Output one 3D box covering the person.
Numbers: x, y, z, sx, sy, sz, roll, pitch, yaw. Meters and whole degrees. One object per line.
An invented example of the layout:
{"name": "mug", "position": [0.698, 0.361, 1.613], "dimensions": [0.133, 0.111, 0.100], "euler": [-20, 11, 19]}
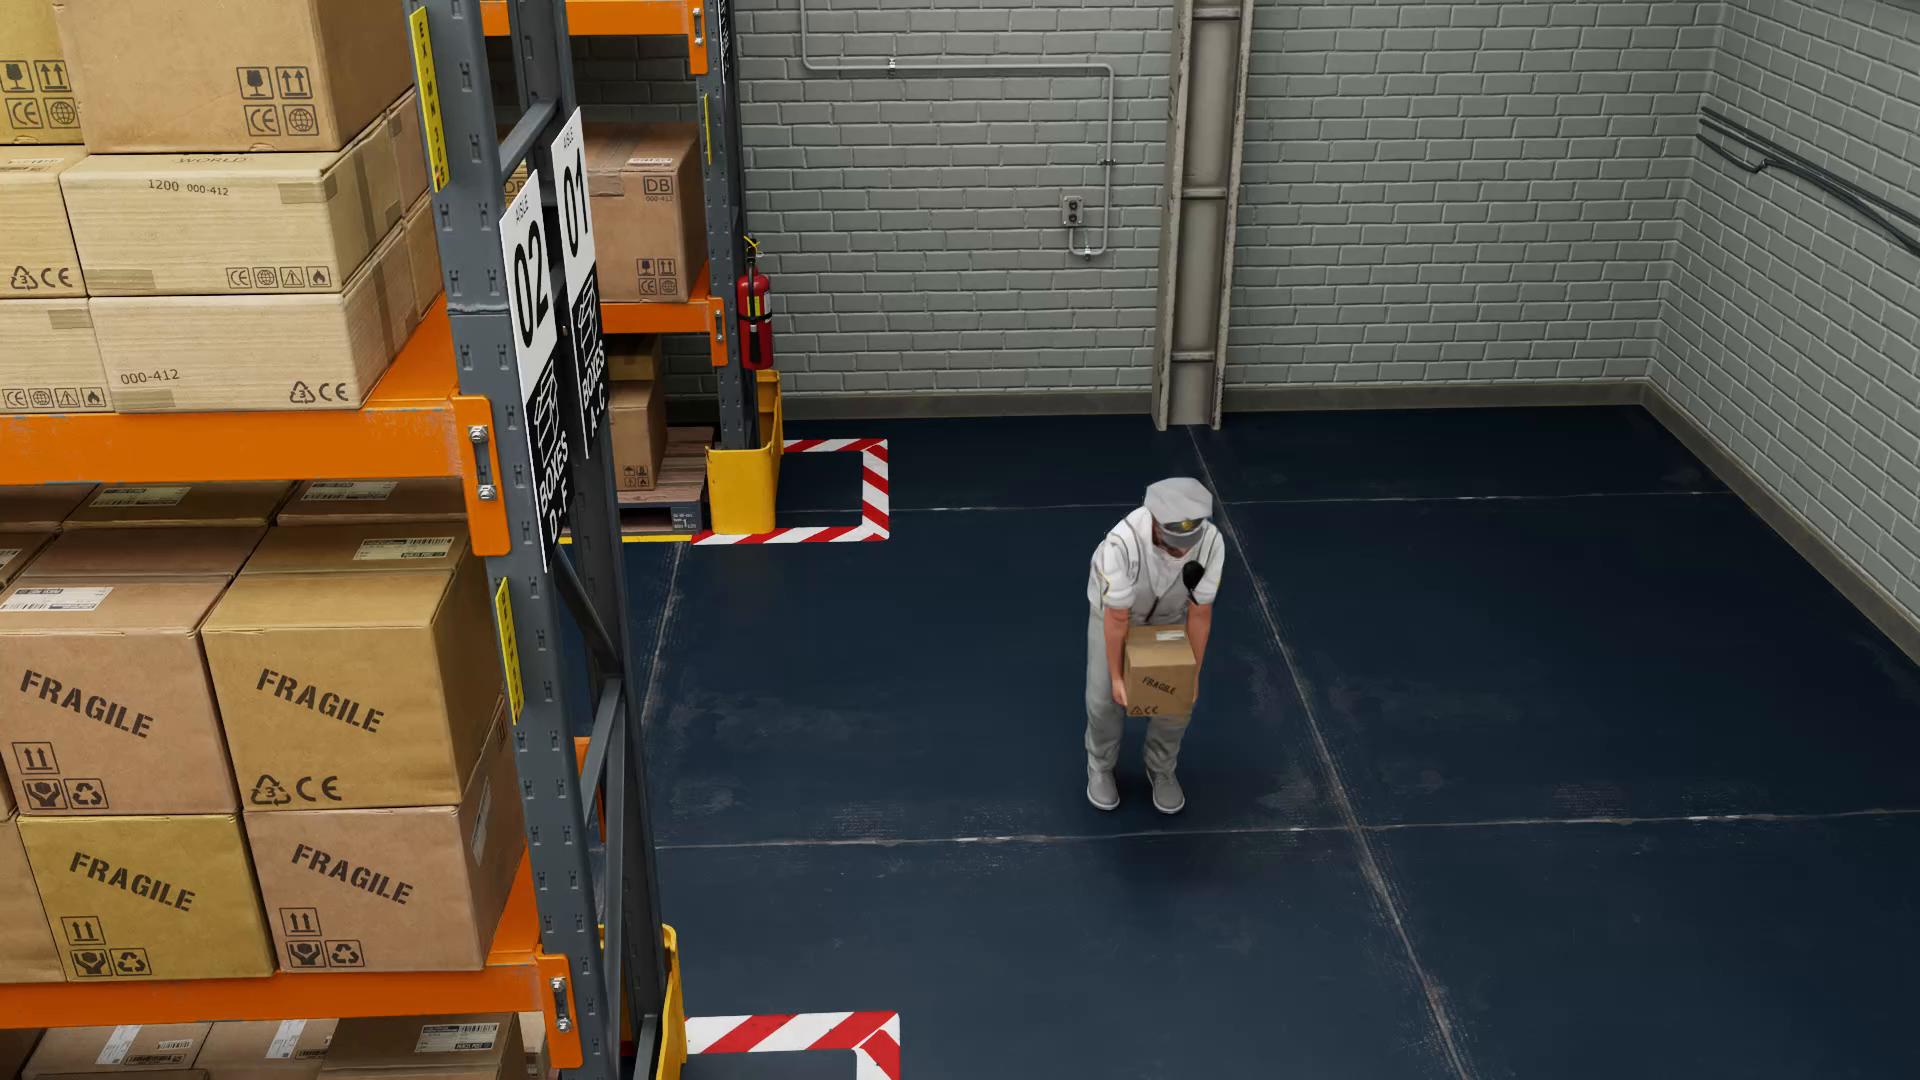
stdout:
{"name": "person", "position": [0.753, 0.403, 6.518], "dimensions": [0.477, 1.591, 0.793], "euler": [-2, 27, -4]}
